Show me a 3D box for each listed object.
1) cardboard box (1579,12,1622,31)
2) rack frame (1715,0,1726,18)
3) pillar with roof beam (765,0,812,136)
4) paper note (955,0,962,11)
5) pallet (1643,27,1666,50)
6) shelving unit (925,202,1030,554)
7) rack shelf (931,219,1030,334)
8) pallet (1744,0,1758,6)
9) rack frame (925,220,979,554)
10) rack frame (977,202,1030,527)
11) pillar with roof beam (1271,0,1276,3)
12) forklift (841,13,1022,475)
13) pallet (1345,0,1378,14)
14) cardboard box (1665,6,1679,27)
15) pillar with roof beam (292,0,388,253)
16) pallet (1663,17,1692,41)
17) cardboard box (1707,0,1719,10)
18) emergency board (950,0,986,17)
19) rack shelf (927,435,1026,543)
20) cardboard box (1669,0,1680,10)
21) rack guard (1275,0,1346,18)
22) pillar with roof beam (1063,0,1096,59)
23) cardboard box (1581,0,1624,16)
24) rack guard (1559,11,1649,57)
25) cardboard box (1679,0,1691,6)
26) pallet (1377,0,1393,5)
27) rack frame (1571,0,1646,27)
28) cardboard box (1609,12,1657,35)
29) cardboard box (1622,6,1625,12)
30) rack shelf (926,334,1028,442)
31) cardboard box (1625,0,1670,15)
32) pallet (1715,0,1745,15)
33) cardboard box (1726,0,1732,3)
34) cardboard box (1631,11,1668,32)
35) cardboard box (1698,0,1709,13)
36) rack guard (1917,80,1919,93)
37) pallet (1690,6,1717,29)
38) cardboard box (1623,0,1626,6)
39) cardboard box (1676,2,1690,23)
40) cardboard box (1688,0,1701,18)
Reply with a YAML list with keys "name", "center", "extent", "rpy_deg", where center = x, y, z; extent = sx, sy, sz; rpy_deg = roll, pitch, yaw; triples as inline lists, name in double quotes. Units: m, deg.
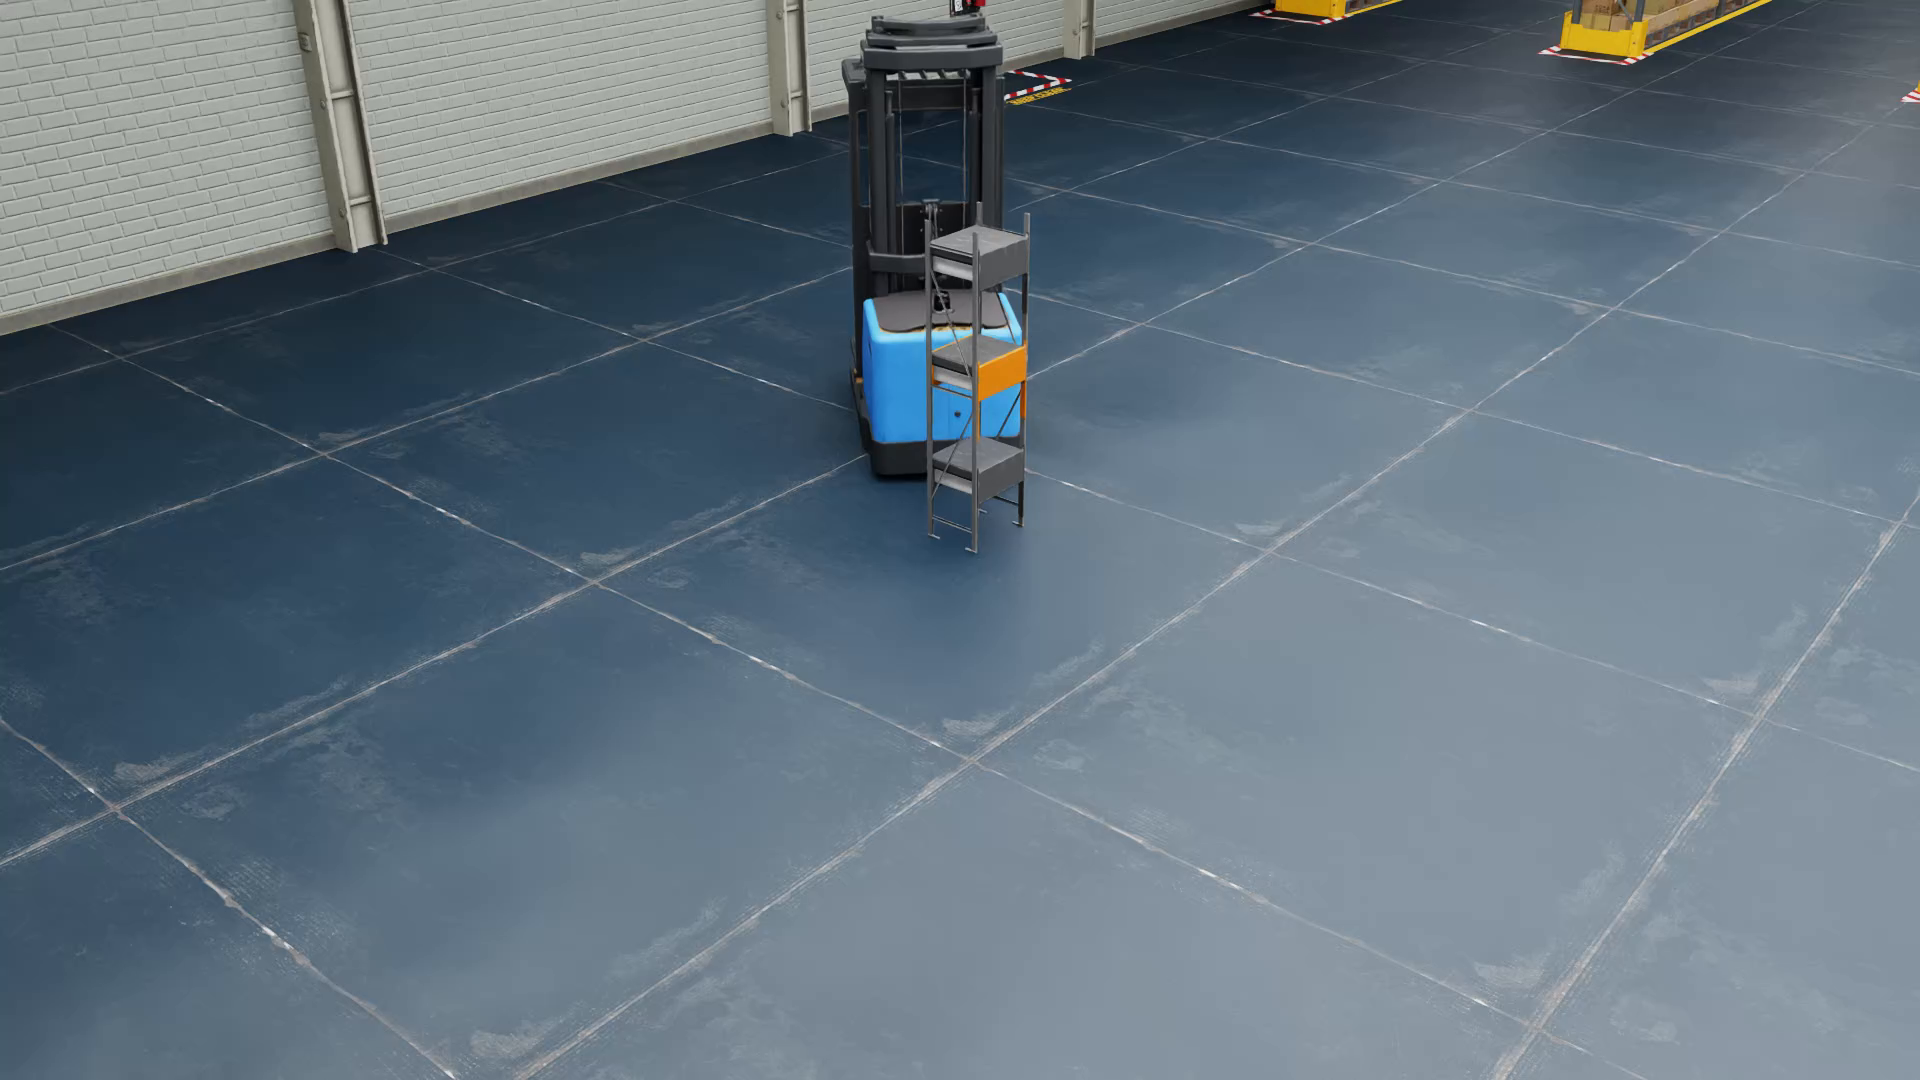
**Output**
- name: "cardboard box"
  center: [9.726, -7.909, 25.309]
  extent: [0.500, 0.250, 0.500]
  rpy_deg: [21, 34, 34]
- name: "rack frame"
  center: [12.157, -10.085, 26.981]
  extent: [1.000, 3.000, 0.127]
  rpy_deg: [21, 34, 34]
- name: "pillar with roof beam"
  center: [1.255, -7.766, 15.969]
  extent: [9.100, 9.000, 0.400]
  rpy_deg: [21, 34, 34]
- name: "paper note"
  center: [-0.018, -7.188, 22.340]
  extent: [0.016, 0.148, 0.142]
  rpy_deg: [21, 34, 34]
- name: "pallet"
  center: [10.067, -7.712, 25.428]
  extent: [1.003, 0.211, 1.213]
  rpy_deg: [21, 34, 34]
- name: "shelving unit"
  center: [0.105, -0.991, 10.381]
  extent: [0.431, 2.100, 0.503]
  rpy_deg: [21, 34, 34]
- name: "rack shelf"
  center: [0.105, -1.601, 10.066]
  extent: [0.431, 0.518, 0.480]
  rpy_deg: [21, 34, 34]
- name: "pallet"
  center: [13.371, -9.554, 28.988]
  extent: [1.003, 0.211, 1.213]
  rpy_deg: [21, 34, 34]
- name: "rack frame"
  center: [-0.050, -0.905, 10.214]
  extent: [0.400, 2.100, 0.015]
  rpy_deg: [21, 34, 34]
- name: "rack frame"
  center: [0.261, -1.078, 10.548]
  extent: [0.400, 2.100, 0.015]
  rpy_deg: [21, 34, 34]
- name: "pillar with roof beam"
  center: [8.888, -12.021, 24.193]
  extent: [9.100, 9.000, 0.400]
  rpy_deg: [21, 34, 34]
- name: "forklift"
  center: [-0.265, -2.400, 12.200]
  extent: [1.130, 2.935, 3.031]
  rpy_deg: [-3, 28, -7]
- name: "pallet"
  center: [6.380, -9.180, 28.265]
  extent: [1.003, 0.211, 1.213]
  rpy_deg: [21, 34, 34]
- name: "cardboard box"
  center: [10.759, -8.113, 25.704]
  extent: [0.500, 0.250, 0.500]
  rpy_deg: [21, 34, 34]
- name: "pillar with roof beam"
  center: [-2.562, -5.639, 11.857]
  extent: [9.100, 9.000, 0.400]
  rpy_deg: [21, 34, 34]
- name: "pallet"
  center: [10.843, -8.143, 26.260]
  extent: [1.003, 0.211, 1.213]
  rpy_deg: [21, 34, 34]
- name: "cardboard box"
  center: [12.031, -8.822, 27.075]
  extent: [0.500, 0.250, 0.500]
  rpy_deg: [21, 34, 34]
- name: "emergency board"
  center: [0.148, -7.622, 22.220]
  extent: [0.194, 1.169, 0.643]
  rpy_deg: [21, 34, 34]
- name: "rack shelf"
  center: [0.105, -0.357, 10.709]
  extent: [0.431, 0.518, 0.480]
  rpy_deg: [21, 34, 34]
- name: "cardboard box"
  center: [10.750, -8.450, 25.538]
  extent: [0.500, 0.500, 0.500]
  rpy_deg: [21, 34, 34]
- name: "rack guard"
  center: [5.836, -9.030, 27.662]
  extent: [1.175, 0.500, 0.348]
  rpy_deg: [21, 34, 34]
- name: "pillar with roof beam"
  center: [5.071, -9.894, 20.081]
  extent: [9.100, 9.000, 0.400]
  rpy_deg: [21, 34, 34]
- name: "cardboard box"
  center: [9.724, -8.243, 25.138]
  extent: [0.500, 0.500, 0.500]
  rpy_deg: [21, 34, 34]
- name: "rack guard"
  center: [9.598, -7.548, 24.797]
  extent: [1.175, 0.500, 0.348]
  rpy_deg: [21, 34, 34]
- name: "cardboard box"
  center: [11.082, -8.622, 25.871]
  extent: [0.500, 0.500, 0.500]
  rpy_deg: [21, 34, 34]
- name: "pallet"
  center: [7.157, -9.610, 29.097]
  extent: [1.003, 0.211, 1.213]
  rpy_deg: [21, 34, 34]
- name: "rack frame"
  center: [9.613, -8.667, 24.239]
  extent: [1.000, 3.000, 0.127]
  rpy_deg: [21, 34, 34]
- name: "cardboard box"
  center: [10.126, -7.758, 25.017]
  extent: [0.500, 0.250, 0.500]
  rpy_deg: [21, 34, 34]
- name: "cardboard box"
  center: [10.035, -8.090, 25.659]
  extent: [0.500, 0.250, 0.500]
  rpy_deg: [21, 34, 34]
- name: "rack shelf"
  center: [0.105, -0.979, 10.387]
  extent: [0.431, 0.518, 0.480]
  rpy_deg: [21, 34, 34]
- name: "cardboard box"
  center: [10.442, -8.269, 25.188]
  extent: [0.500, 0.500, 0.500]
  rpy_deg: [21, 34, 34]
- name: "pallet"
  center: [12.596, -9.120, 28.149]
  extent: [1.003, 0.211, 1.213]
  rpy_deg: [21, 34, 34]
- name: "cardboard box"
  center: [12.605, -9.121, 27.653]
  extent: [0.500, 0.250, 0.500]
  rpy_deg: [20, 33, 33]
- name: "cardboard box"
  center: [10.441, -7.936, 25.361]
  extent: [0.500, 0.250, 0.500]
  rpy_deg: [21, 34, 34]
- name: "cardboard box"
  center: [11.705, -8.648, 26.738]
  extent: [0.500, 0.250, 0.500]
  rpy_deg: [21, 34, 34]
- name: "rack guard"
  center: [13.445, -6.149, 22.092]
  extent: [1.175, 0.500, 0.348]
  rpy_deg: [21, 34, 34]
- name: "pallet"
  center: [11.619, -8.577, 27.100]
  extent: [1.003, 0.211, 1.213]
  rpy_deg: [21, 34, 34]
- name: "cardboard box"
  center: [10.349, -8.601, 25.832]
  extent: [0.500, 0.500, 0.500]
  rpy_deg: [21, 34, 34]
- name: "cardboard box"
  center: [11.081, -8.289, 26.044]
  extent: [0.500, 0.250, 0.500]
  rpy_deg: [21, 34, 34]
- name: "cardboard box"
  center: [11.398, -8.466, 26.387]
  extent: [0.500, 0.250, 0.500]
  rpy_deg: [21, 34, 34]
